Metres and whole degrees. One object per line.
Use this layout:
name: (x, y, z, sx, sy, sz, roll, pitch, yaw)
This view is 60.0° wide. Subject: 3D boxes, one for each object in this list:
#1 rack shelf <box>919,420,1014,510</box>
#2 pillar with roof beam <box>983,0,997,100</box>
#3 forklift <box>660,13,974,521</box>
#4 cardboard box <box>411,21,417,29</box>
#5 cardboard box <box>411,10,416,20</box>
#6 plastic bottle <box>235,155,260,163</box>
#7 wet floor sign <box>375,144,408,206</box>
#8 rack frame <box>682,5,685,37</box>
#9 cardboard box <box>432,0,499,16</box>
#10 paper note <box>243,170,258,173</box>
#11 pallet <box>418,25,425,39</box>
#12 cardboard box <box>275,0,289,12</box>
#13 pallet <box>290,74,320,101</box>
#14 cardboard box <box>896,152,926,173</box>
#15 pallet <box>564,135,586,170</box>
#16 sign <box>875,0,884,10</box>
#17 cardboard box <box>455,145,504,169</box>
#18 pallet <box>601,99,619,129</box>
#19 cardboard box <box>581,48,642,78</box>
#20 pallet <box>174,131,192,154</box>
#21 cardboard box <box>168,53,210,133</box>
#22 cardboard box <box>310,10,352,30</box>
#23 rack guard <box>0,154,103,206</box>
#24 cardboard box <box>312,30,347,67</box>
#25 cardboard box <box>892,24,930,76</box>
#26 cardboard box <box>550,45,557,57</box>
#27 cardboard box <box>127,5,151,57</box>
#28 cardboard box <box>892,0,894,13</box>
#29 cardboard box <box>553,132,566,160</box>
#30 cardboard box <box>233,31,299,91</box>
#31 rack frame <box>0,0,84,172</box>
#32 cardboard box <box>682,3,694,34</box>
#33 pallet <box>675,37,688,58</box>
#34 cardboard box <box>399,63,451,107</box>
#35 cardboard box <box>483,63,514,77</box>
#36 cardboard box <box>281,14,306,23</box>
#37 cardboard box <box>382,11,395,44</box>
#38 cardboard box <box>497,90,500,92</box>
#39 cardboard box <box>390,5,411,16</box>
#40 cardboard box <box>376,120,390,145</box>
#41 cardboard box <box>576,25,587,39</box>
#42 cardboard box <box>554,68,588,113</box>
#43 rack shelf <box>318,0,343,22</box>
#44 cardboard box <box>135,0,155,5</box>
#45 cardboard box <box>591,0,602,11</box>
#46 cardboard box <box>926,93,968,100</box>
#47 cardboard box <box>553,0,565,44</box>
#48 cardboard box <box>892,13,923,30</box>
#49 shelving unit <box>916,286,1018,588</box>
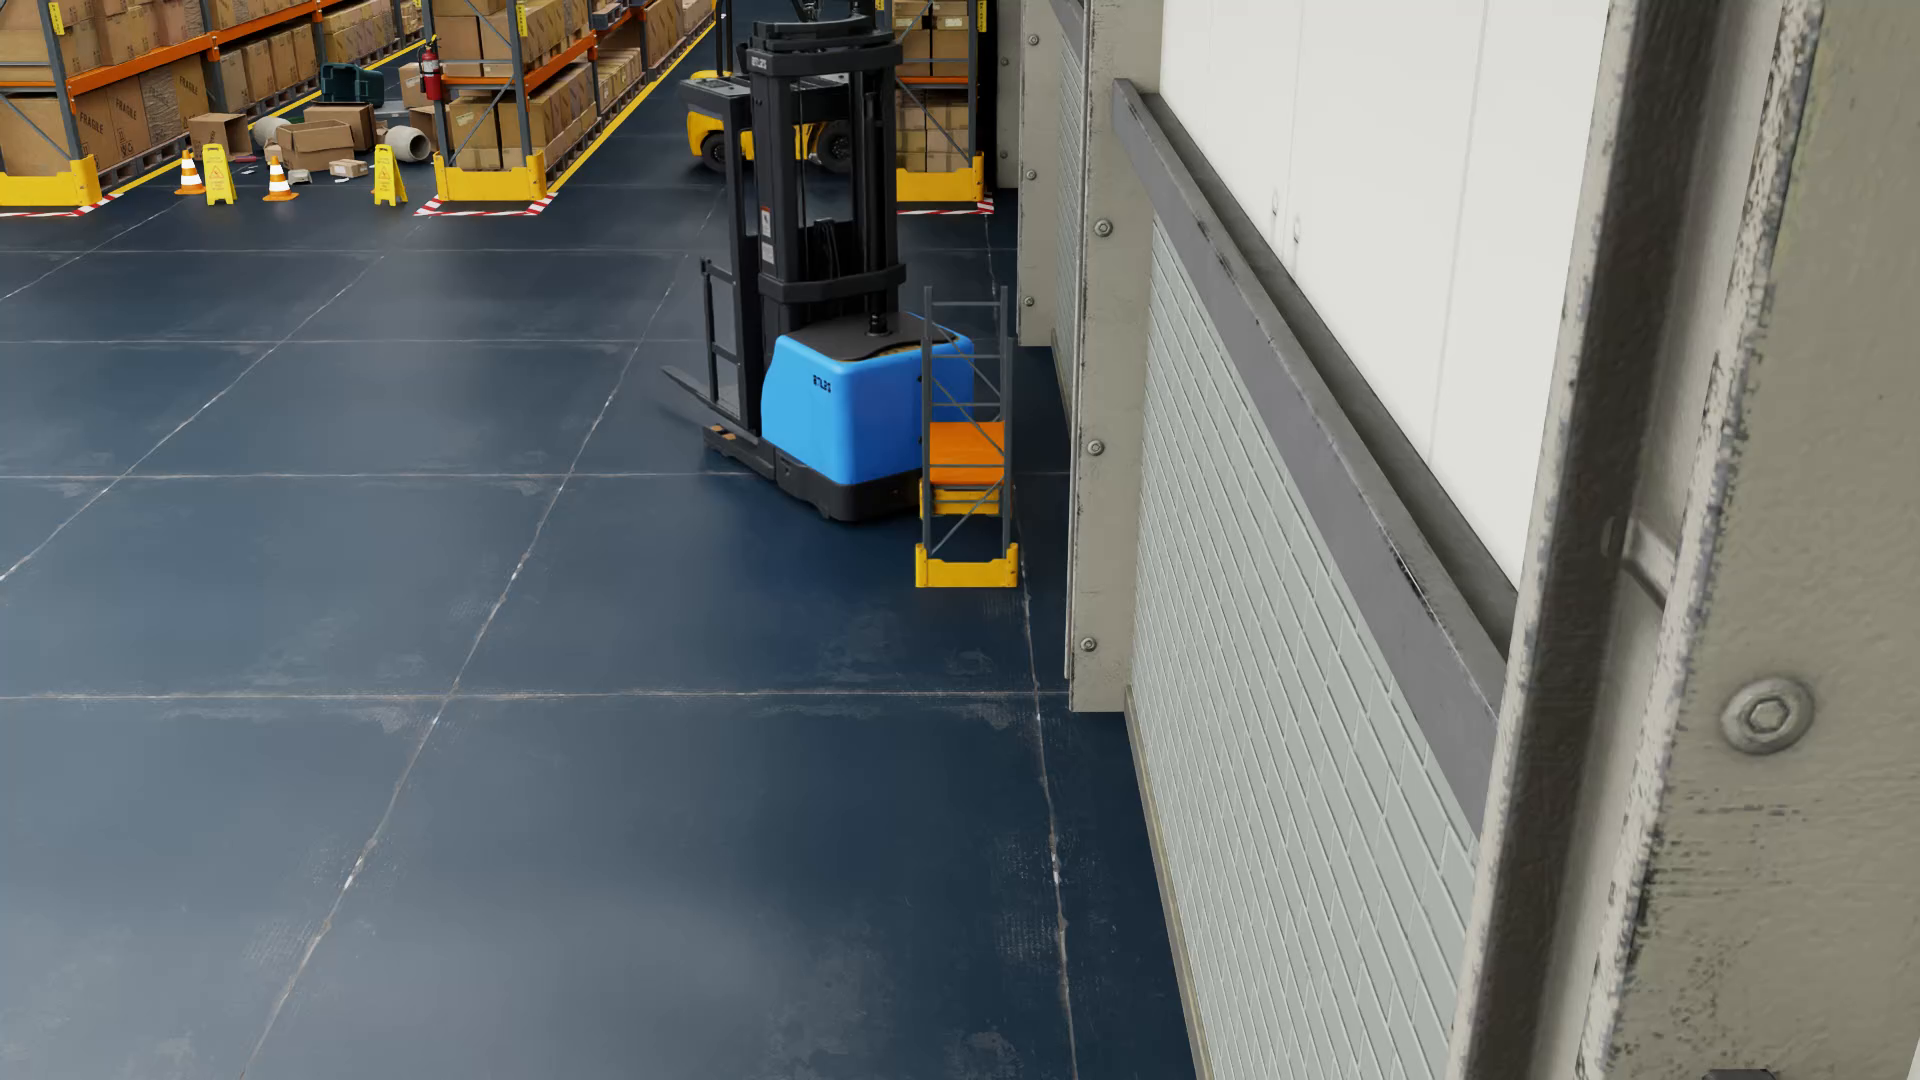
rack shelf: (0.038, -0.459, 9.882, 0.538, 0.185, 1.000, 0, 24, 0)
pillar with roof beam: (-3.797, -10.719, 23.030, 9.100, 9.000, 0.400, 0, 24, -1)
forklift: (-1.142, -2.005, 11.127, 1.130, 2.935, 3.031, -16, 29, -31)
cardboard box: (-10.104, -9.354, 30.243, 0.380, 0.149, 0.250, 0, 24, -1)
cardboard box: (-10.179, -9.593, 30.409, 0.380, 0.149, 0.250, -1, 24, -3)
plastic bottle: (-8.834, -4.728, 20.629, 0.283, 0.061, 0.133, -9, 26, -19)
wet floor sign: (-6.352, -4.062, 18.448, 0.267, 0.644, 0.232, 8, 26, 18)
rack frame: (-5.415, -10.162, 29.079, 1.000, 3.000, 0.127, 0, 24, -1)
cardboard box: (-5.508, -6.064, 18.322, 0.700, 0.500, 0.500, -1, 24, -2)
paper note: (-8.552, -4.437, 20.025, 0.144, 0.017, 0.142, 8, 26, 18)
pallet: (-10.423, -9.609, 31.239, 1.003, 0.211, 1.213, 0, 24, -1)
cardboard box: (-10.037, -7.900, 23.956, 0.500, 0.500, 0.500, -1, 24, -1)
pallet: (-10.387, -6.854, 25.149, 1.003, 0.211, 1.213, 0, 24, -1)
cardboard box: (-0.642, -4.372, 19.104, 0.500, 0.250, 0.500, 0, 24, 0)
pallet: (-5.269, -4.815, 20.640, 1.003, 0.211, 1.213, 0, 24, -1)
sign: (-0.864, -5.880, 17.919, 0.100, 0.325, 0.005, 0, 24, -1)
cardboard box: (-5.562, -4.498, 19.382, 0.500, 0.250, 0.500, 0, 24, -1)
pallet: (-5.338, -5.916, 23.075, 1.003, 0.211, 1.213, 0, 24, -1)
cardboard box: (-5.375, -7.275, 25.375, 0.950, 0.372, 0.625, -2, 24, -4)
pallet: (-10.346, -5.218, 21.531, 1.003, 0.211, 1.213, 0, 24, -1)
cardboard box: (-10.340, -5.766, 21.427, 0.875, 0.875, 0.875, 0, 24, 0)
cardboard box: (-10.091, -8.339, 26.661, 0.500, 0.250, 0.500, -1, 24, -1)
rack guard: (-10.233, -4.005, 18.498, 1.175, 0.500, 0.348, 0, 24, -1)
cardboard box: (-10.073, -7.795, 26.369, 0.500, 0.500, 0.500, -1, 24, -3)
cardboard box: (-0.589, -5.489, 18.624, 0.500, 0.500, 0.500, -1, 24, -2)
cardboard box: (-5.049, -5.886, 19.930, 0.380, 0.149, 0.250, -1, 24, -2)
cardboard box: (-10.238, -6.051, 19.807, 0.875, 0.550, 0.500, 0, 24, -1)
cardboard box: (-0.569, -5.966, 18.532, 0.380, 0.149, 0.250, 0, 24, 0)
cardboard box: (-5.015, -4.700, 19.829, 0.500, 0.250, 0.500, 1, 24, 1)
cardboard box: (-10.391, -7.005, 24.319, 1.050, 0.750, 0.750, 0, 24, 0)
rack frame: (-10.233, -5.154, 18.005, 1.000, 3.000, 0.127, 0, 24, -1)
cardboard box: (-5.315, -9.446, 30.094, 0.875, 0.438, 0.875, -1, 24, -1)
pallet: (-5.331, -8.574, 28.952, 1.003, 0.211, 1.213, 0, 24, -1)
cardboard box: (-7.107, -6.052, 22.105, 0.500, 0.500, 0.500, 0, 24, -1)
cardboard box: (-5.081, -5.244, 18.510, 0.380, 0.149, 0.250, 0, 24, 0)
cardboard box: (-10.590, -8.125, 26.188, 0.500, 0.250, 0.500, -1, 24, -2)
cardboard box: (-10.104, -8.847, 28.695, 0.500, 0.500, 0.500, -1, 24, -2)
cardboard box: (-5.624, -5.377, 19.628, 0.380, 0.149, 0.250, 0, 24, 0)
cardboard box: (-10.104, -9.519, 29.884, 0.380, 0.149, 0.250, 1, 24, 2)
cardboard box: (-7.465, -5.275, 21.591, 0.258, 0.266, 0.396, -19, 31, -36)
cardboard box: (-5.010, -6.518, 21.326, 0.380, 0.149, 0.250, 0, 24, 1)
cardboard box: (-5.046, -5.694, 21.117, 0.500, 0.500, 0.500, 0, 24, 0)
rack shelf: (-10.342, -8.947, 27.264, 1.077, 0.370, 4.000, 0, 24, -1)
cardboard box: (-10.316, -6.761, 20.066, 0.875, 0.550, 0.550, 0, 24, -1)
cardboard box: (-5.018, -7.172, 22.263, 0.380, 0.149, 0.250, 0, 24, 0)
cardboard box: (-0.146, -5.040, 19.368, 0.500, 0.250, 0.500, 0, 24, 0)
cardboard box: (-5.041, -6.228, 19.898, 0.500, 0.500, 0.500, -1, 24, -2)
cardboard box: (-0.605, -5.724, 18.358, 0.380, 0.149, 0.250, 0, 24, 0)
shelving unit: (0.038, -0.627, 9.816, 0.587, 1.500, 1.083, 0, 24, 0)
